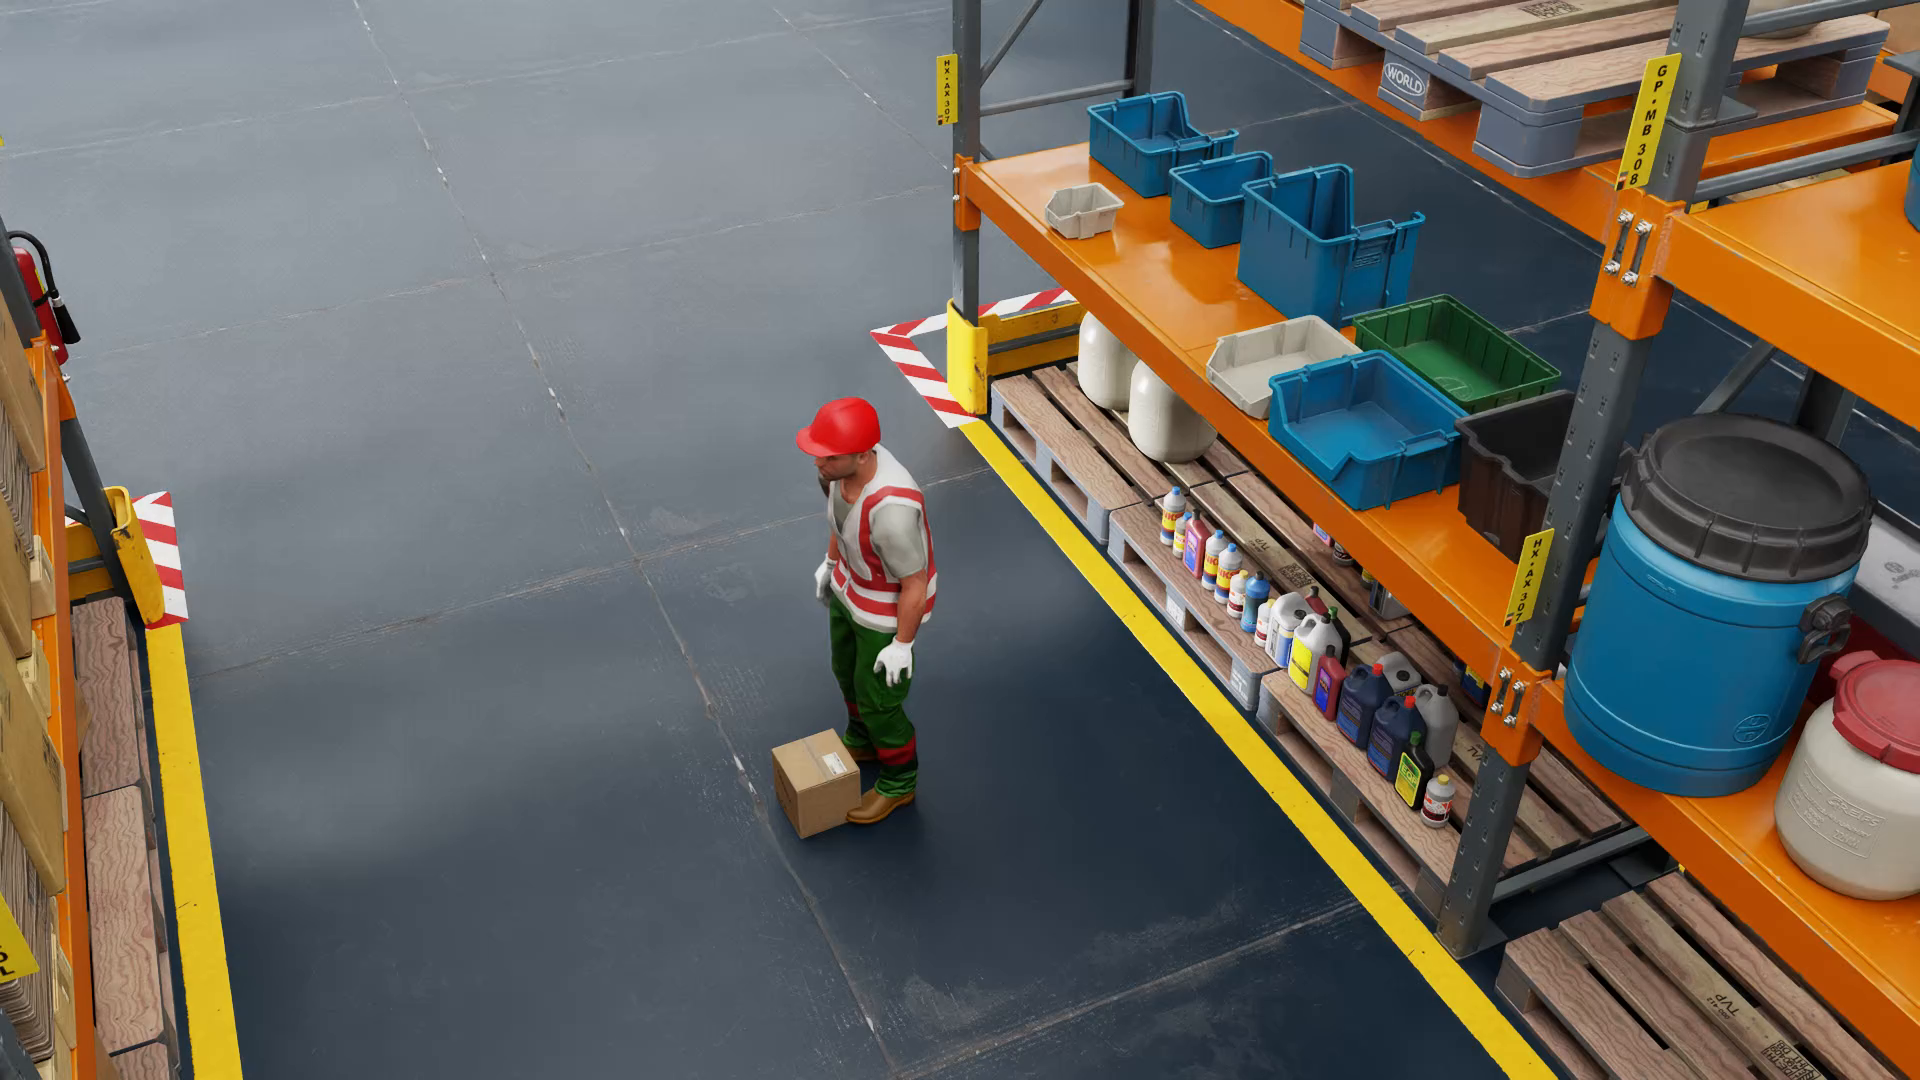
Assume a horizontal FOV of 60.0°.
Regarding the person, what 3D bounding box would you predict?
[{"bbox_3d":[-0.327,0.240,5.819,0.453,1.778,0.616,-18,41,-23],"label":"person"}]
